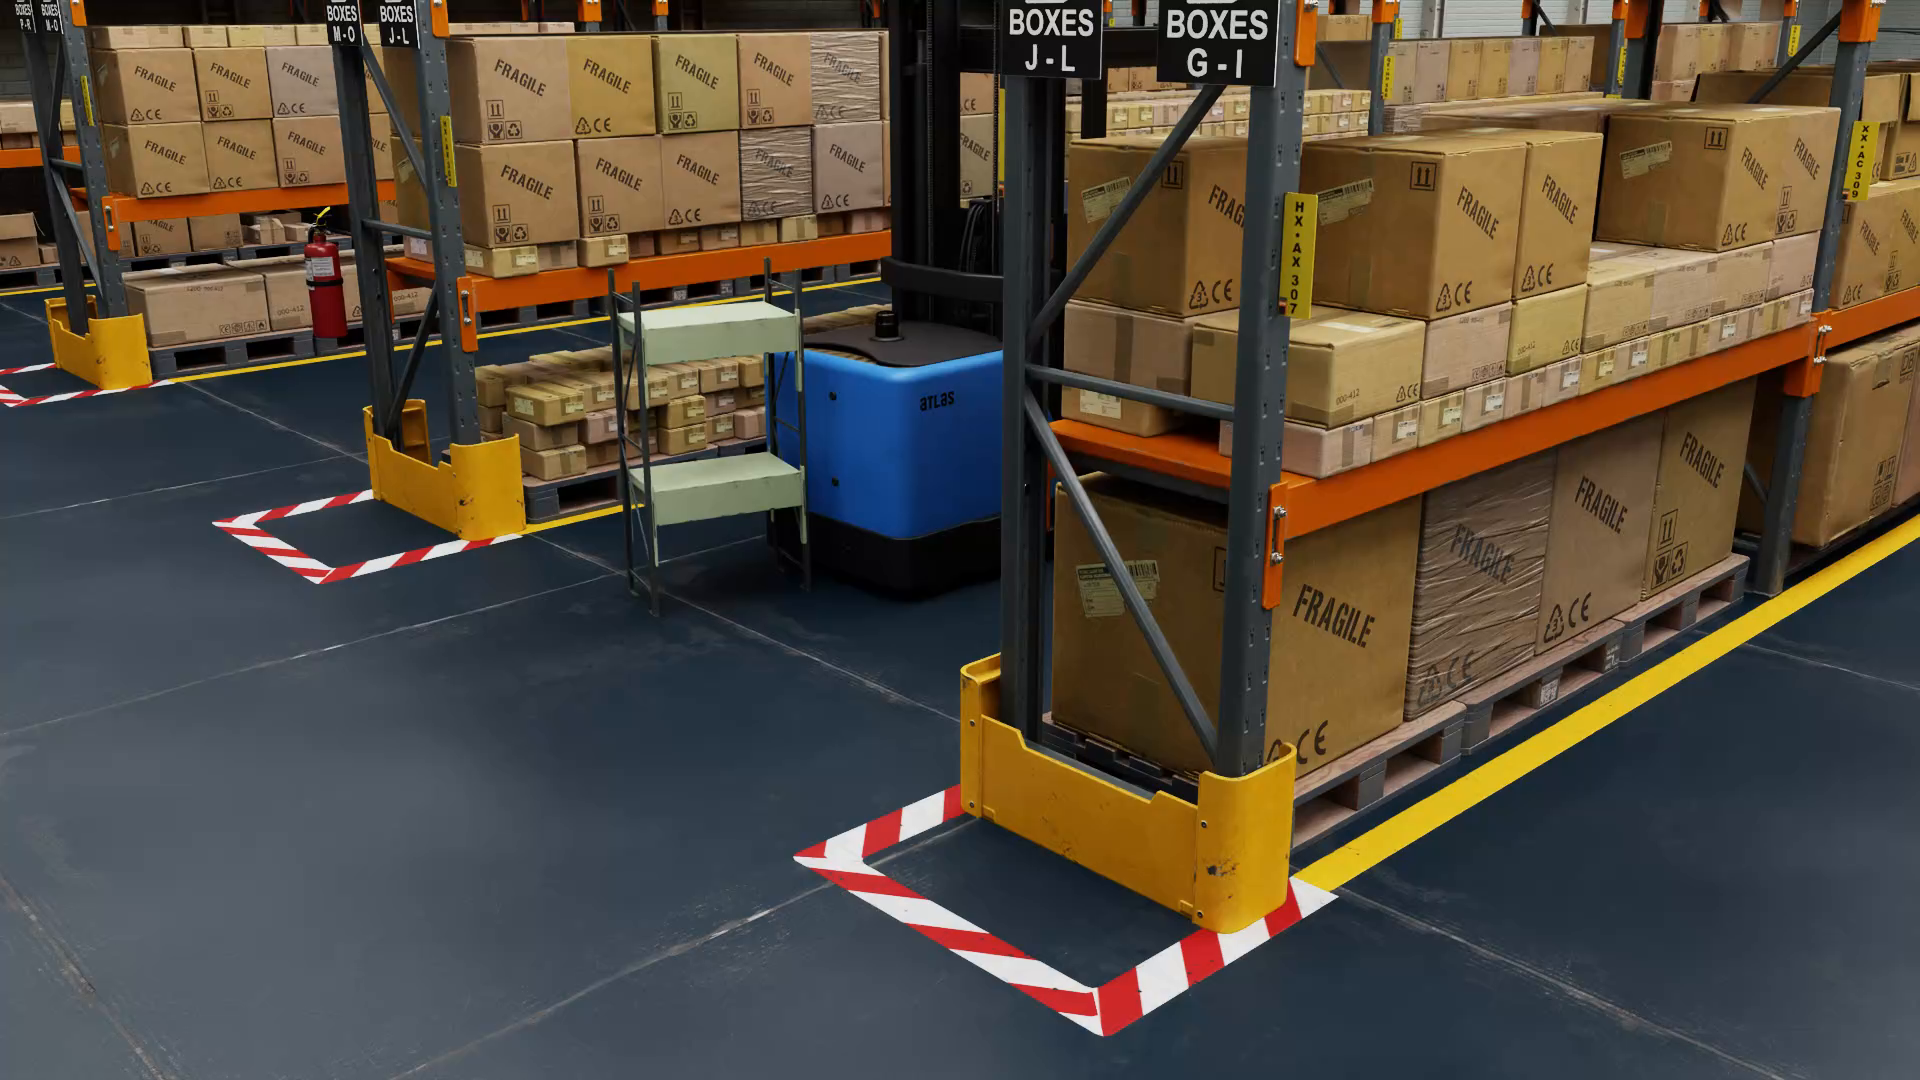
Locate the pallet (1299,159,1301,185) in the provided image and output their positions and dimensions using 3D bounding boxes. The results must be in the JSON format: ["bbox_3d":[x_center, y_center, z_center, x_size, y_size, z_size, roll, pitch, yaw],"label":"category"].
[{"bbox_3d":[2.553,-2.991,13.158,1.003,0.211,1.213,-16,24,-41],"label":"pallet"}]

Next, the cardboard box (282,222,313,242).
[{"bbox_3d":[-6.999,-3.269,17.645,0.380,0.149,0.250,17,25,42],"label":"cardboard box"}]

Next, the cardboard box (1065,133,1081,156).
[{"bbox_3d":[0.694,-2.612,10.921,0.250,0.149,0.380,-16,24,-40],"label":"cardboard box"}]

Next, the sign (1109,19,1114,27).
[{"bbox_3d":[2.286,-7.691,25.081,0.005,0.325,0.100,-16,24,-41],"label":"sign"}]

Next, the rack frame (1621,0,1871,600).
[{"bbox_3d":[3.426,-1.277,7.559,0.127,3.000,1.000,-16,24,-41],"label":"rack frame"}]

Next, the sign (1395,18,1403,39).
[{"bbox_3d":[5.703,-6.613,21.628,0.005,0.325,0.100,-16,24,-41],"label":"sign"}]

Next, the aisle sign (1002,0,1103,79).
[{"bbox_3d":[0.261,-1.718,4.704,0.004,0.787,0.394,-16,24,-41],"label":"aisle sign"}]

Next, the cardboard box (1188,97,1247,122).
[{"bbox_3d":[1.826,-3.086,11.900,0.250,0.149,0.380,-15,23,-39],"label":"cardboard box"}]

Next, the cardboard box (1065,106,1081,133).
[{"bbox_3d":[0.694,-2.753,10.875,0.250,0.149,0.380,-15,23,-38],"label":"cardboard box"}]

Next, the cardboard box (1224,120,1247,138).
[{"bbox_3d":[1.829,-2.944,11.945,0.250,0.149,0.380,-17,24,-42],"label":"cardboard box"}]

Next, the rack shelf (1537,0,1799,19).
[{"bbox_3d":[7.358,-5.613,17.237,4.000,0.370,1.077,-16,24,-41],"label":"rack shelf"}]

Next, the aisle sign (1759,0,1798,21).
[{"bbox_3d":[9.068,-6.137,18.334,0.004,0.787,0.394,-16,24,-41],"label":"aisle sign"}]

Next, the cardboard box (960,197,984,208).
[{"bbox_3d":[-0.068,-2.098,10.500,0.250,0.149,0.380,-17,25,-42],"label":"cardboard box"}]

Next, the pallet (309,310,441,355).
[{"bbox_3d":[-4.876,-1.768,13.595,1.213,0.211,1.003,-16,24,-41],"label":"pallet"}]

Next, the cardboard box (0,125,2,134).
[{"bbox_3d":[-9.187,-3.868,15.311,0.500,0.250,0.500,-16,24,-41],"label":"cardboard box"}]

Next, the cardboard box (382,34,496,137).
[{"bbox_3d":[-2.653,-2.380,8.695,0.500,0.500,0.500,-17,24,-42],"label":"cardboard box"}]

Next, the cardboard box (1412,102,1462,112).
[{"bbox_3d":[3.877,-3.448,14.093,0.500,0.500,0.500,-17,24,-41],"label":"cardboard box"}]

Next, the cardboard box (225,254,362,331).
[{"bbox_3d":[-5.219,-1.989,13.230,0.875,0.438,0.875,-15,24,-39],"label":"cardboard box"}]

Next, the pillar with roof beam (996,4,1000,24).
[{"bbox_3d":[3.756,-9.095,21.947,0.400,9.000,9.100,-16,24,-41],"label":"pillar with roof beam"}]

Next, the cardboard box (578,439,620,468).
[{"bbox_3d":[-2.080,-0.519,9.163,0.250,0.149,0.380,-16,24,-41],"label":"cardboard box"}]

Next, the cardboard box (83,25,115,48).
[{"bbox_3d":[-6.166,-3.603,11.898,0.250,0.149,0.380,-16,24,-40],"label":"cardboard box"}]

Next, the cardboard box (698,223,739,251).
[{"bbox_3d":[-1.459,-1.730,9.363,0.250,0.149,0.380,-17,24,-42],"label":"cardboard box"}]

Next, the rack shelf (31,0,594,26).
[{"bbox_3d":[-4.836,-4.159,12.750,4.000,0.370,1.077,-16,24,-41],"label":"rack shelf"}]

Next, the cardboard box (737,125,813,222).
[{"bbox_3d":[-1.197,-2.114,9.497,0.500,0.500,0.500,-17,25,-42],"label":"cardboard box"}]

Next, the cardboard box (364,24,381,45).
[{"bbox_3d":[-4.529,-3.881,12.755,0.250,0.149,0.380,-16,24,-41],"label":"cardboard box"}]

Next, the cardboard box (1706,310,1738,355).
[{"bbox_3d":[2.869,-0.856,6.668,0.250,0.149,0.380,-16,24,-40],"label":"cardboard box"}]

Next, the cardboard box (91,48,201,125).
[{"bbox_3d":[-5.745,-3.211,11.742,0.500,0.500,0.500,-17,25,-42],"label":"cardboard box"}]

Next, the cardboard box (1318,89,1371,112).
[{"bbox_3d":[2.957,-3.414,12.913,0.380,0.149,0.250,17,24,42],"label":"cardboard box"}]

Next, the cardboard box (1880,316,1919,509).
[{"bbox_3d":[4.526,-0.796,8.839,1.225,0.875,0.875,17,24,42],"label":"cardboard box"}]

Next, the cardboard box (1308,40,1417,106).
[{"bbox_3d":[3.331,-3.873,13.785,0.500,0.500,0.700,-16,24,-41],"label":"cardboard box"}]

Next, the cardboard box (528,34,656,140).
[{"bbox_3d":[-1.944,-2.371,8.668,0.500,0.500,0.500,-15,23,-39],"label":"cardboard box"}]

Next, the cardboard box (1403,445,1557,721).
[{"bbox_3d":[1.591,0.035,6.276,0.875,0.875,0.875,-16,24,-41],"label":"cardboard box"}]

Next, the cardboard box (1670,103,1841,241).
[{"bbox_3d":[3.275,-1.546,6.936,0.500,0.500,0.500,-15,23,-39],"label":"cardboard box"}]

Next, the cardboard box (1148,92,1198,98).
[{"bbox_3d":[1.575,-3.287,12.522,0.250,0.149,0.380,-15,23,-39],"label":"cardboard box"}]

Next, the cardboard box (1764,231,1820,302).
[{"bbox_3d":[3.285,-1.195,7.066,0.500,0.250,0.500,-17,24,-42],"label":"cardboard box"}]

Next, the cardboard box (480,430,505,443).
[{"bbox_3d":[-2.576,-0.564,9.302,0.250,0.149,0.380,-16,24,-40],"label":"cardboard box"}]

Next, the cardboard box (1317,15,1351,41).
[{"bbox_3d":[4.443,-6.311,20.821,0.500,0.500,0.700,-17,24,-41],"label":"cardboard box"}]

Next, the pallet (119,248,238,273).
[{"bbox_3d":[-8.182,-2.878,17.018,1.213,0.211,1.003,-16,24,-41],"label":"pallet"}]

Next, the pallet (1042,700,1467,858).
[{"bbox_3d":[1.047,0.710,5.952,1.213,0.211,1.003,-16,24,-41],"label":"pallet"}]

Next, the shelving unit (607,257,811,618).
[{"bbox_3d":[-1.120,-0.473,7.513,0.755,1.500,0.431,-9,20,-26],"label":"shelving unit"}]

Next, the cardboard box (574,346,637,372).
[{"bbox_3d":[-2.050,-1.022,9.751,0.380,0.149,0.250,17,24,42],"label":"cardboard box"}]

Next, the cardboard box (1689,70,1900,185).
[{"bbox_3d":[3.884,-1.939,7.812,0.637,0.503,0.797,-17,25,-42],"label":"cardboard box"}]

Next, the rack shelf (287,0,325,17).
[{"bbox_3d":[-8.249,-5.270,16.179,4.000,0.370,1.077,-16,24,-41],"label":"rack shelf"}]

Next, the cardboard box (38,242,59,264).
[{"bbox_3d":[-8.857,-2.795,16.183,0.380,0.149,0.250,17,24,42],"label":"cardboard box"}]

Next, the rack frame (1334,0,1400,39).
[{"bbox_3d":[5.337,-6.040,22.252,0.127,3.000,1.000,-16,24,-41],"label":"rack frame"}]

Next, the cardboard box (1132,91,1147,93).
[{"bbox_3d":[1.879,-4.988,18.731,0.250,0.149,0.380,-17,24,-42],"label":"cardboard box"}]

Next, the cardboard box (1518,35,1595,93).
[{"bbox_3d":[5.548,-4.522,15.784,0.500,0.500,0.700,-17,24,-42],"label":"cardboard box"}]

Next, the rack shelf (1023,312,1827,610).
[{"bbox_3d":[1.973,-0.511,6.363,4.000,0.370,1.077,-16,24,-41],"label":"rack shelf"}]

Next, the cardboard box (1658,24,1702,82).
[{"bbox_3d":[7.003,-4.987,17.007,0.550,0.550,0.875,-16,24,-41],"label":"cardboard box"}]

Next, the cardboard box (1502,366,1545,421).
[{"bbox_3d":[1.749,-0.529,5.661,0.250,0.149,0.380,-17,24,-42],"label":"cardboard box"}]

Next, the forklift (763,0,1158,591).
[{"bbox_3d":[0.445,-1.532,8.456,1.130,2.935,3.031,17,25,42],"label":"forklift"}]

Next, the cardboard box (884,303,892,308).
[{"bbox_3d":[-0.301,-1.510,11.255,0.250,0.149,0.380,-15,23,-39],"label":"cardboard box"}]

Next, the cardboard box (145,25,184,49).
[{"bbox_3d":[-5.700,-3.566,11.786,0.250,0.149,0.380,-16,24,-40],"label":"cardboard box"}]

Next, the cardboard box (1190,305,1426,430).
[{"bbox_3d":[1.054,-0.541,5.049,0.500,0.250,0.500,-17,25,-42],"label":"cardboard box"}]

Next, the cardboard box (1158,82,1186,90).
[{"bbox_3d":[2.252,-5.432,19.051,0.500,0.500,0.500,-17,24,-42],"label":"cardboard box"}]

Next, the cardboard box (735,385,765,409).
[{"bbox_3d":[-1.346,-0.892,9.832,0.250,0.149,0.380,-15,23,-38],"label":"cardboard box"}]

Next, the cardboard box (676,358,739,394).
[{"bbox_3d":[-1.481,-0.961,9.564,0.250,0.149,0.380,-15,23,-39],"label":"cardboard box"}]
